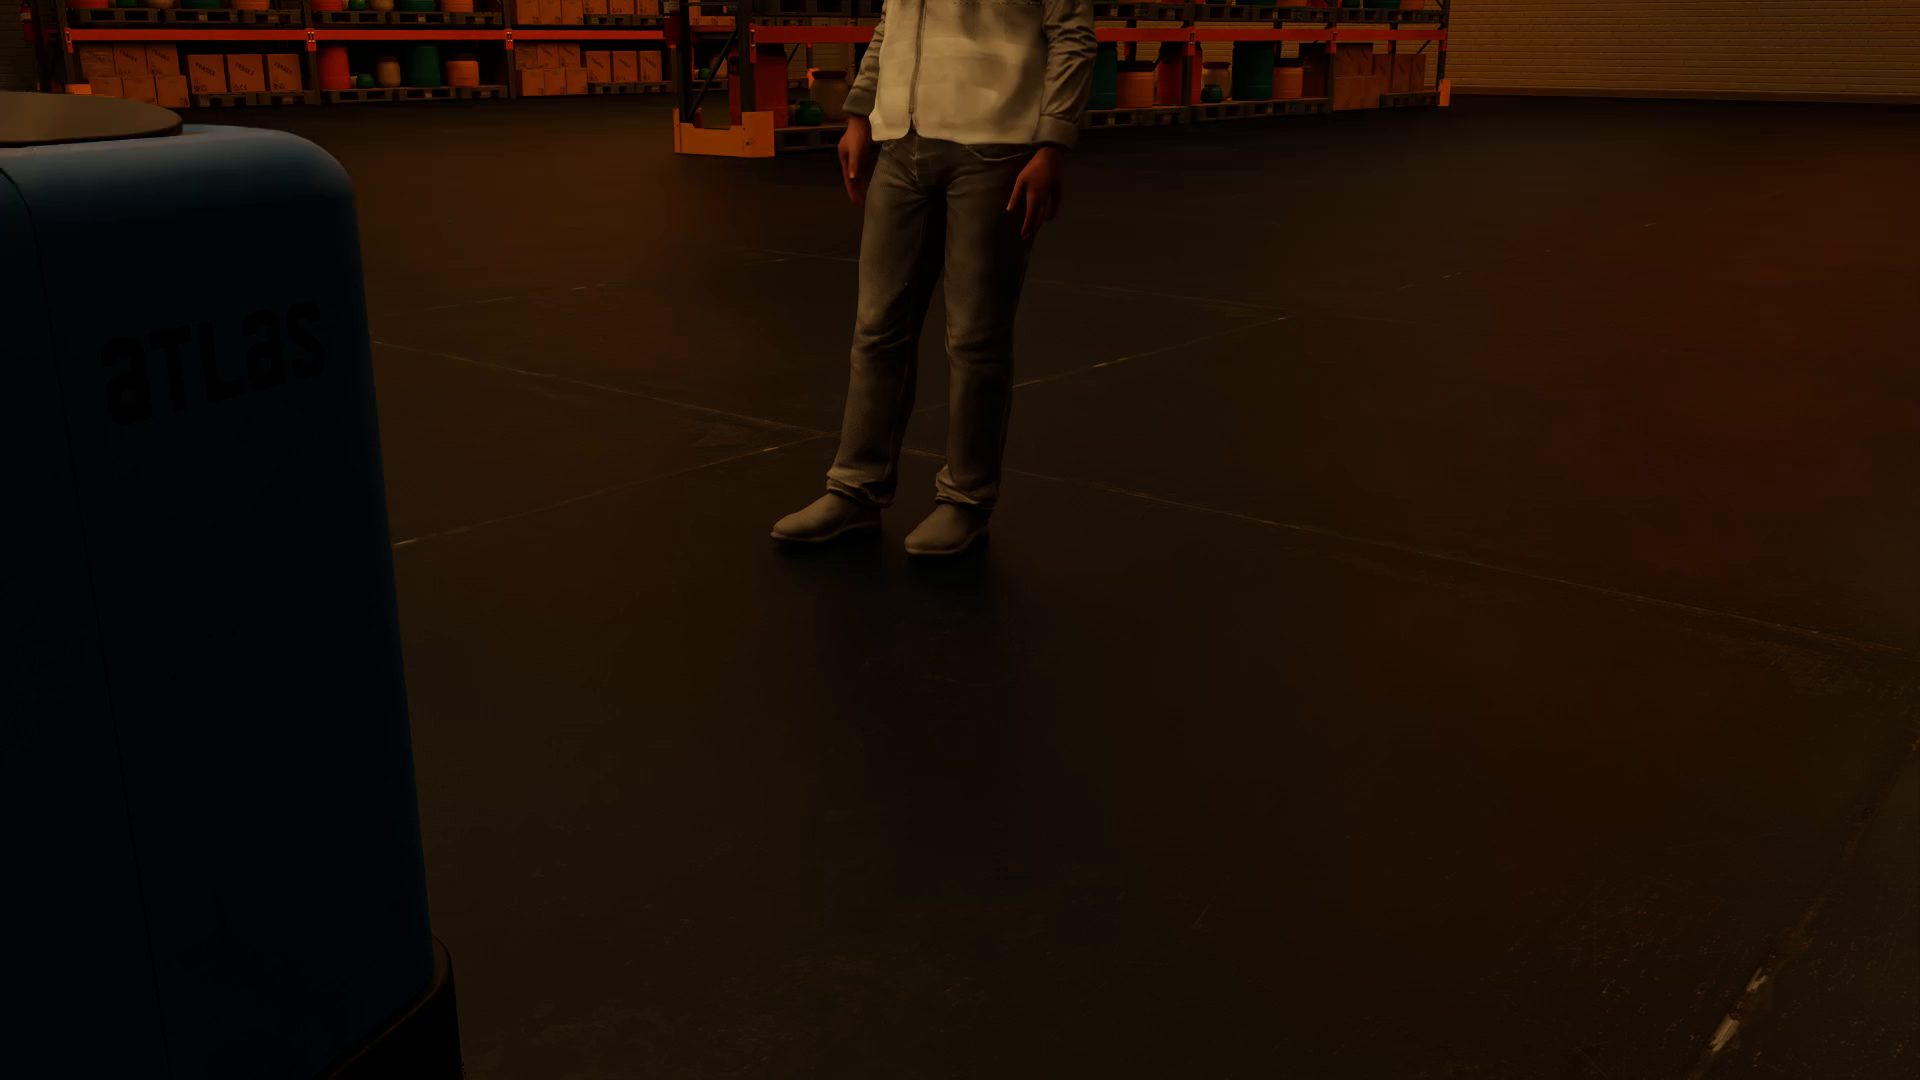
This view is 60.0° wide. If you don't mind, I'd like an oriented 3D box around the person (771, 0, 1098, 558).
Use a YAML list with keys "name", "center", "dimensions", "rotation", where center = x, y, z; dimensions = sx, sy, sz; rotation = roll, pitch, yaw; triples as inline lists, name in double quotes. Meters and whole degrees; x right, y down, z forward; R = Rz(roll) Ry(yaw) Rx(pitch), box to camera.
- name: "person"
  center: [-0.046, -0.843, 3.640]
  dimensions: [0.633, 1.775, 0.566]
  rotation: [13, 21, 37]
